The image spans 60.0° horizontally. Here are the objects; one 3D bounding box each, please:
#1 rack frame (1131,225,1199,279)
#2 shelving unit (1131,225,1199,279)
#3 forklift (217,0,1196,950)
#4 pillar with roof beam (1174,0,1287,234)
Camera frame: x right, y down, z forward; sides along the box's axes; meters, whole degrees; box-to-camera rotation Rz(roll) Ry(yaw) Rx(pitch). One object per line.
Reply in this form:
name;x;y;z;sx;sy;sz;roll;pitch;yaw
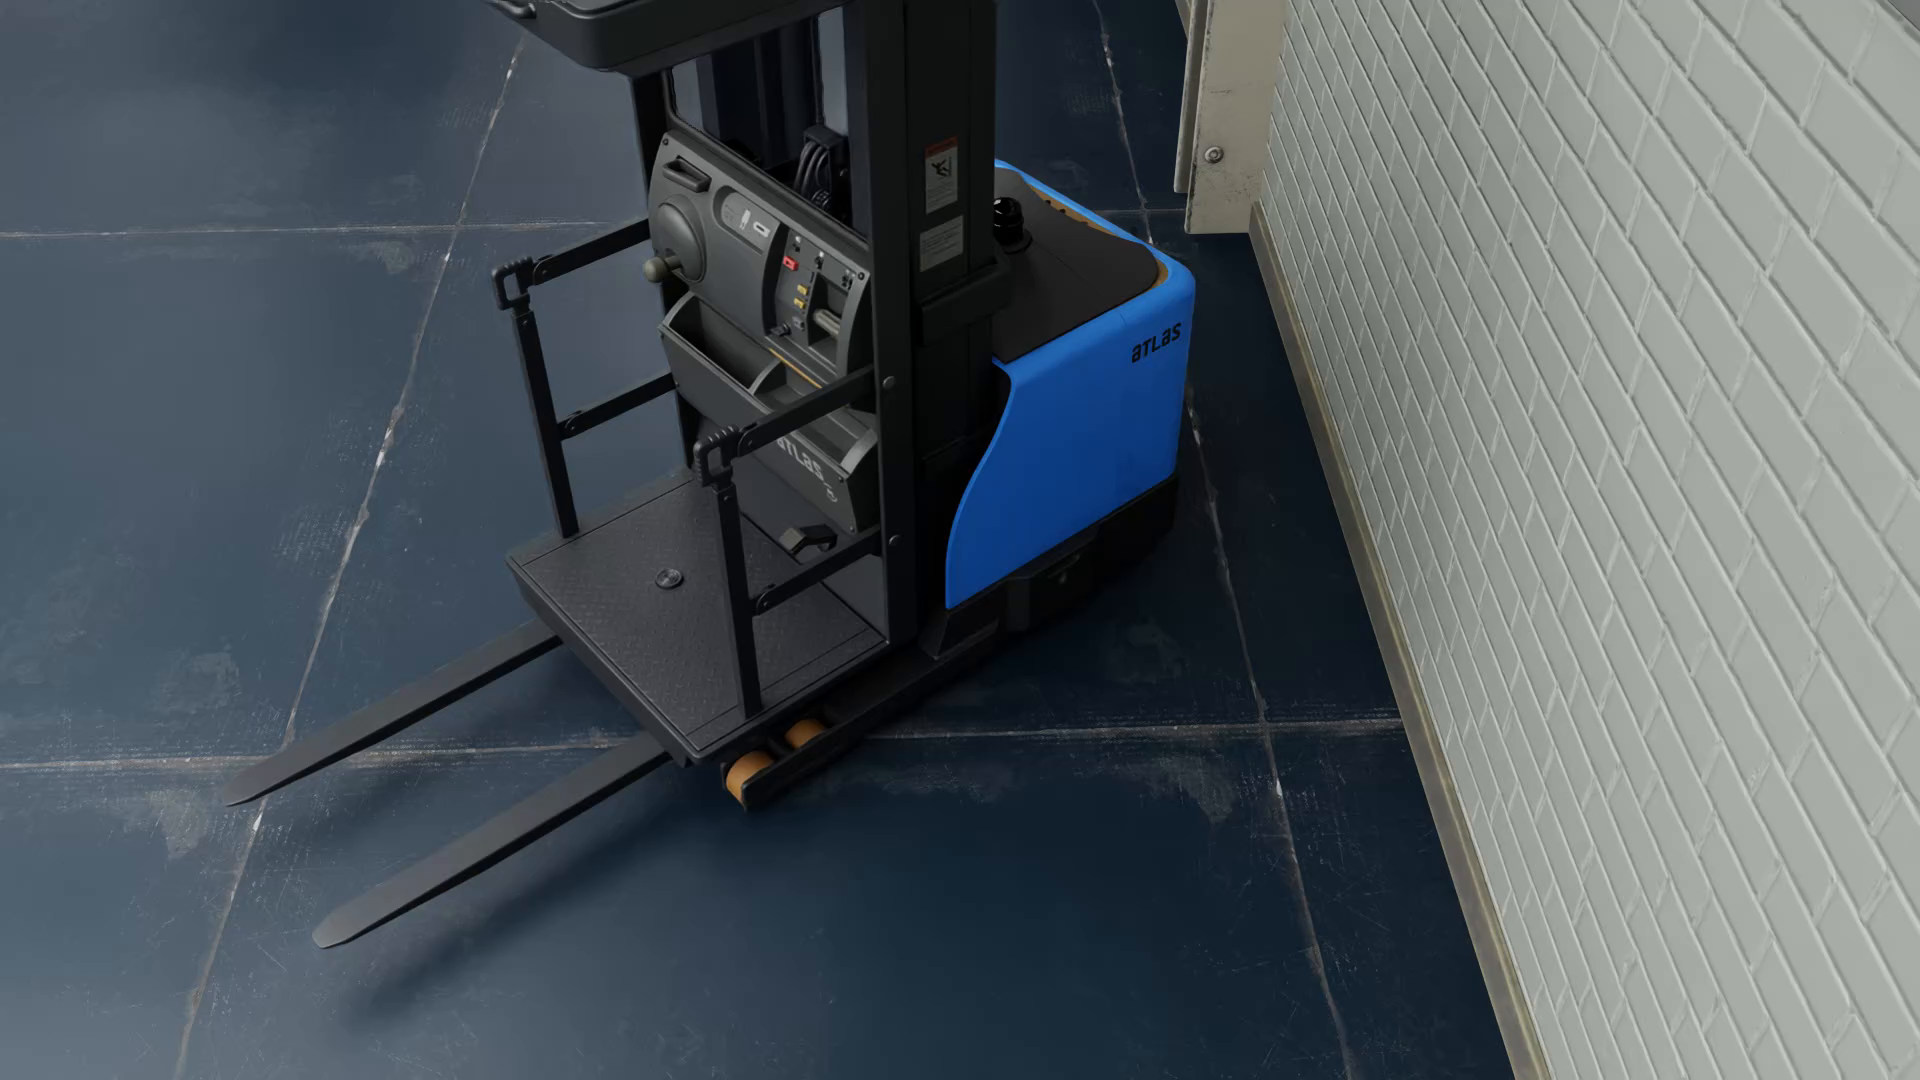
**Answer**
rack frame;0.681;-0.682;5.828;0.240;0.900;0.006;20;46;21
shelving unit;0.632;-0.622;5.763;0.258;0.900;0.210;20;46;21
forklift;-0.711;-0.701;4.345;3.031;2.935;1.130;-30;50;-29
pillar with roof beam;-3.177;-4.658;4.172;9.100;9.000;0.400;-2;43;-2
